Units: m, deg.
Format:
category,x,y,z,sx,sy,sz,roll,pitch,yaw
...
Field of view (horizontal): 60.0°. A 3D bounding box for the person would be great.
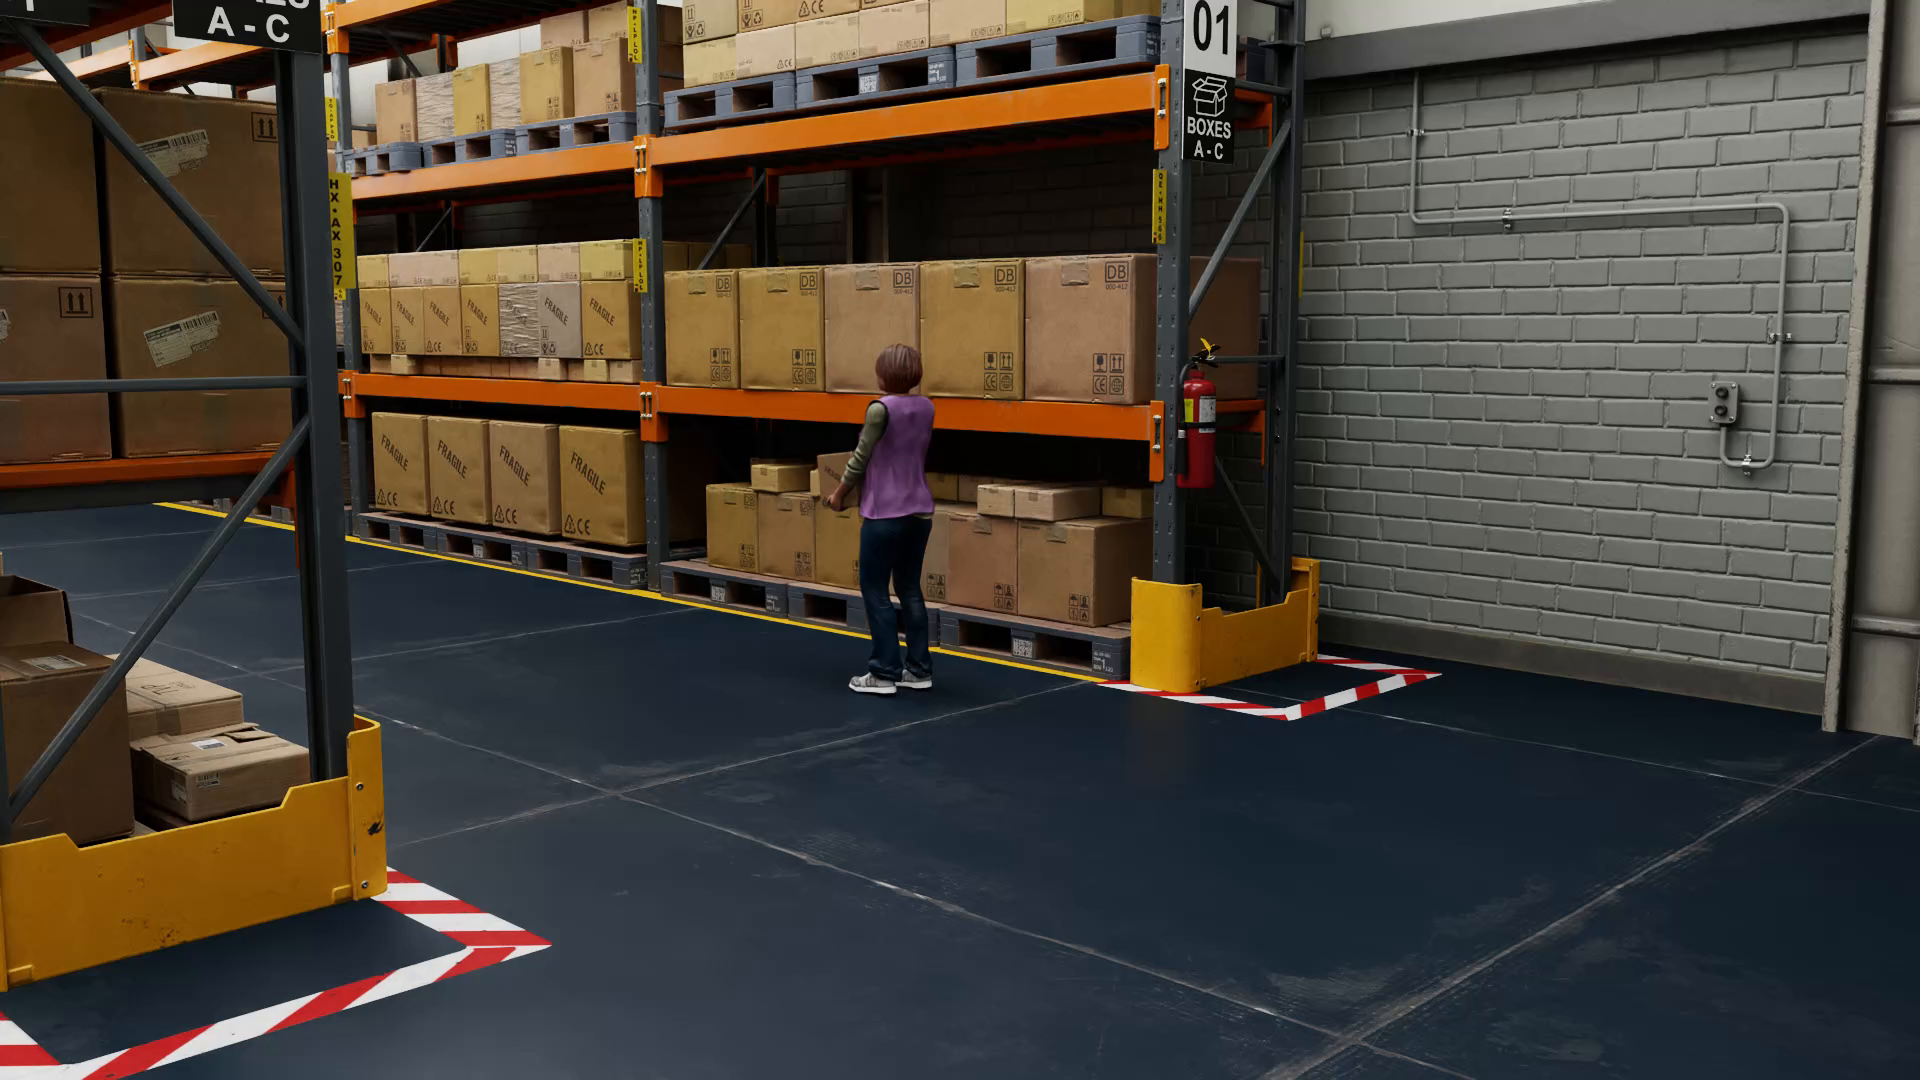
category,x,y,z,sx,sy,sz,roll,pitch,yaw
person,-0.351,-0.095,7.605,0.490,1.588,0.404,7,10,44
